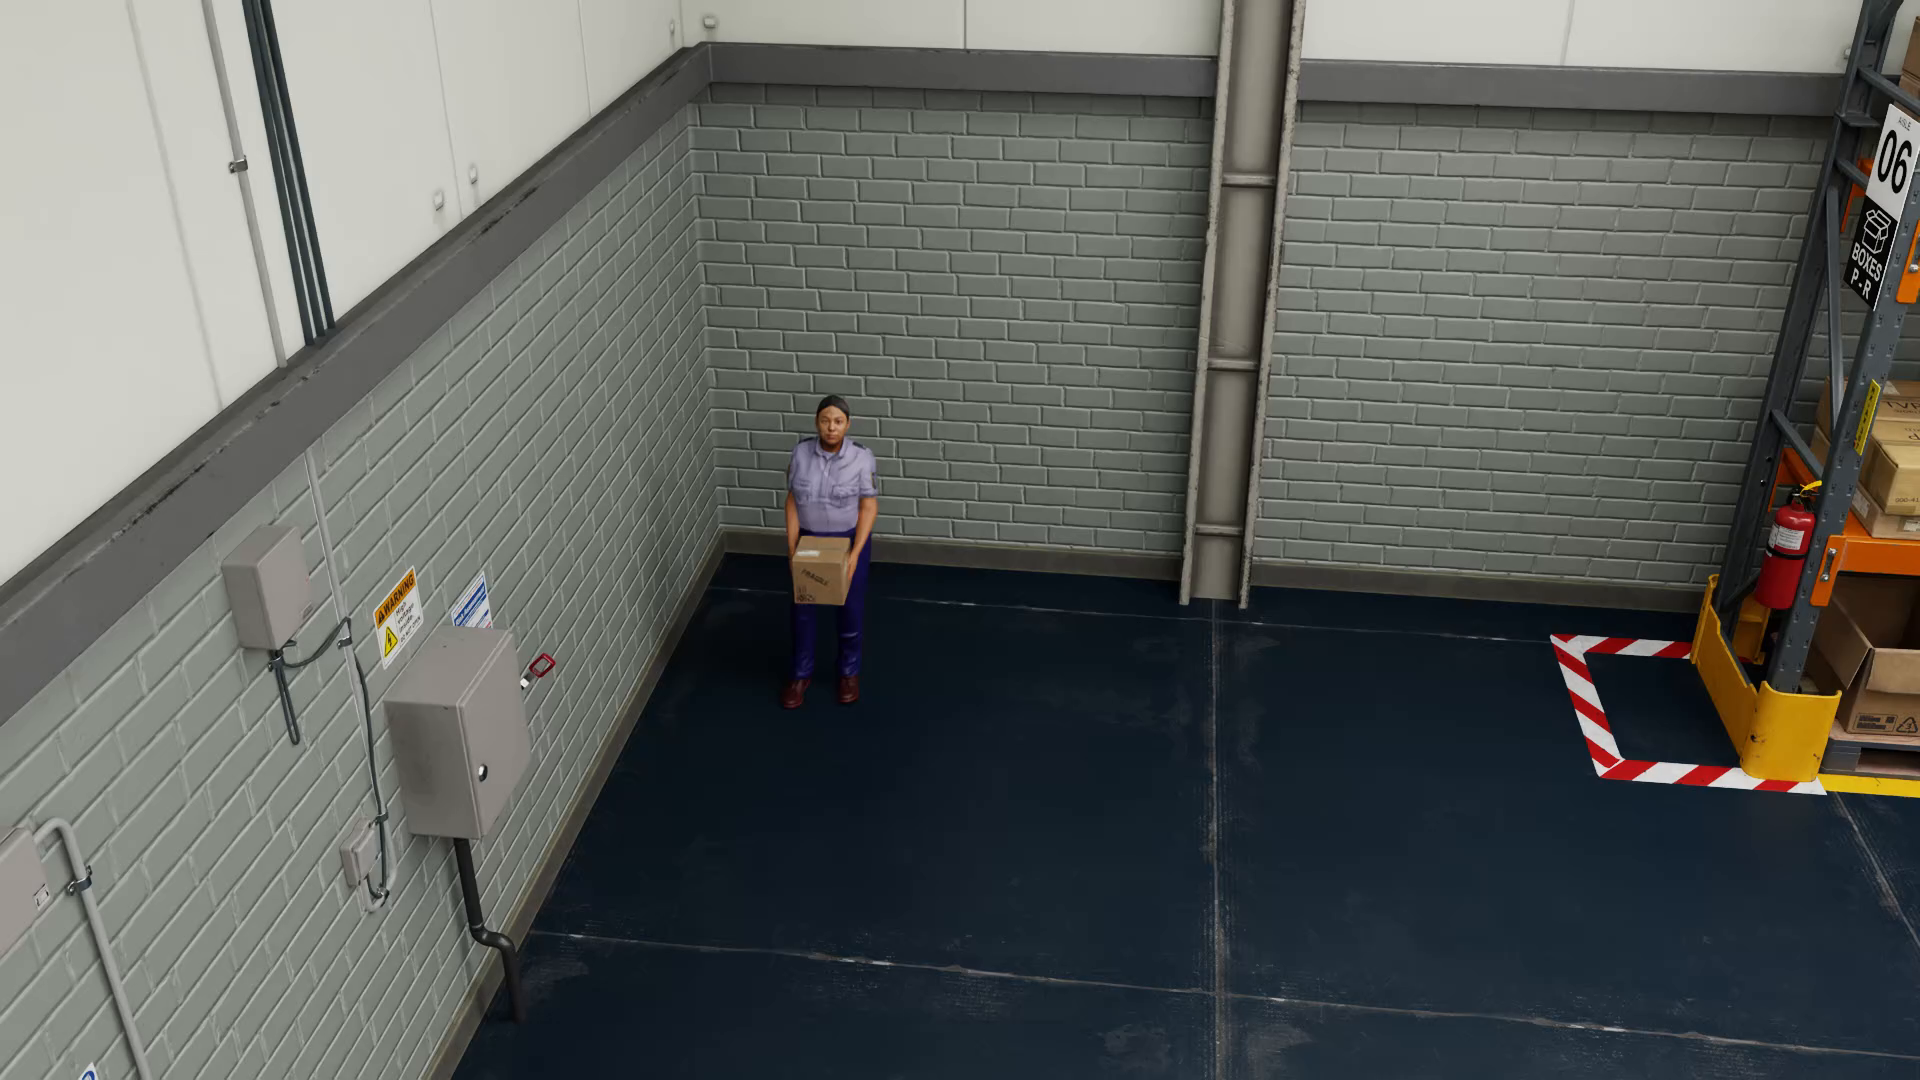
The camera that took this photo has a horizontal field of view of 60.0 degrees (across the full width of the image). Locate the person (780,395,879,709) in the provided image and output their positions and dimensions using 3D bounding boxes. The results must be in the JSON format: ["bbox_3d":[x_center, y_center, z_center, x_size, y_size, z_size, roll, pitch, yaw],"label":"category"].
[{"bbox_3d":[-0.676,0.079,8.502,0.522,1.643,0.456,3,29,6],"label":"person"}]
